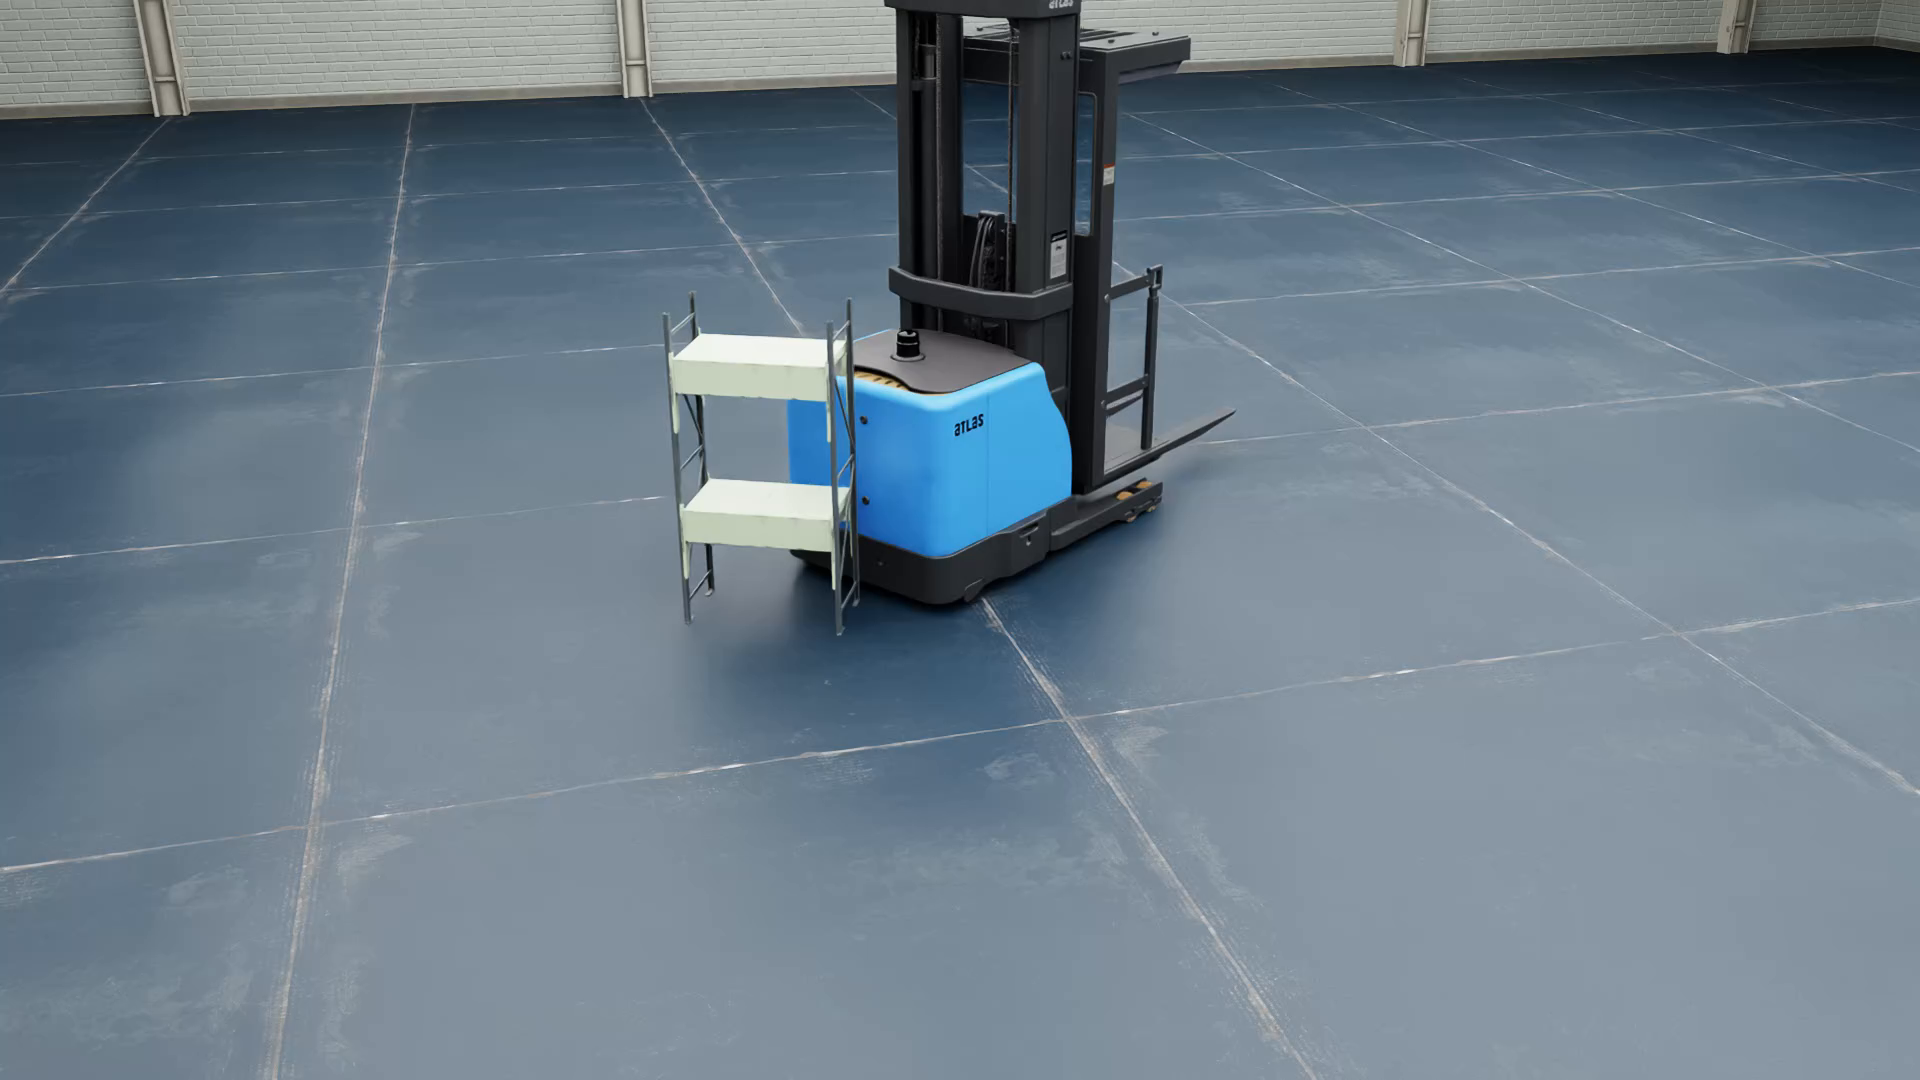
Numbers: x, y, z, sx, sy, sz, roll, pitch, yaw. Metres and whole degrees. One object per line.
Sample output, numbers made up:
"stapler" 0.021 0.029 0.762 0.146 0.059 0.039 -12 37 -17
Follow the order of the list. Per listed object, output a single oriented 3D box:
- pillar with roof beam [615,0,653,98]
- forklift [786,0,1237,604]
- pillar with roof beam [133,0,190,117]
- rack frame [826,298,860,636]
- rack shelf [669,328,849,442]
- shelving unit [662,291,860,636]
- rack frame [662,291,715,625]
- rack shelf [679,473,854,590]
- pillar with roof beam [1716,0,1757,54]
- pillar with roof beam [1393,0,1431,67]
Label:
"pillar with roof beam" -3.336 -8.699 17.612 0.400 9.000 9.100 -6 24 -14
"forklift" 0.456 -1.553 8.651 1.130 2.935 3.031 18 29 35
"pillar with roof beam" -9.113 -8.060 16.123 0.400 9.000 9.100 -6 24 -14
"rack frame" -0.529 -0.321 7.595 0.023 1.500 0.400 4 24 9
"rack shelf" -0.890 -0.704 7.498 0.720 0.370 0.431 4 24 9
"shelving unit" -0.890 -0.345 7.652 0.755 1.500 0.431 4 24 9
"rack frame" -1.251 -0.370 7.709 0.023 1.500 0.400 4 24 9
"rack shelf" -0.890 -0.046 7.781 0.720 0.370 0.431 4 24 9
"pillar with roof beam" 13.995 -10.617 22.080 0.400 9.000 9.100 -6 24 -14
"pillar with roof beam" 8.218 -9.978 20.591 0.400 9.000 9.100 -6 24 -14
